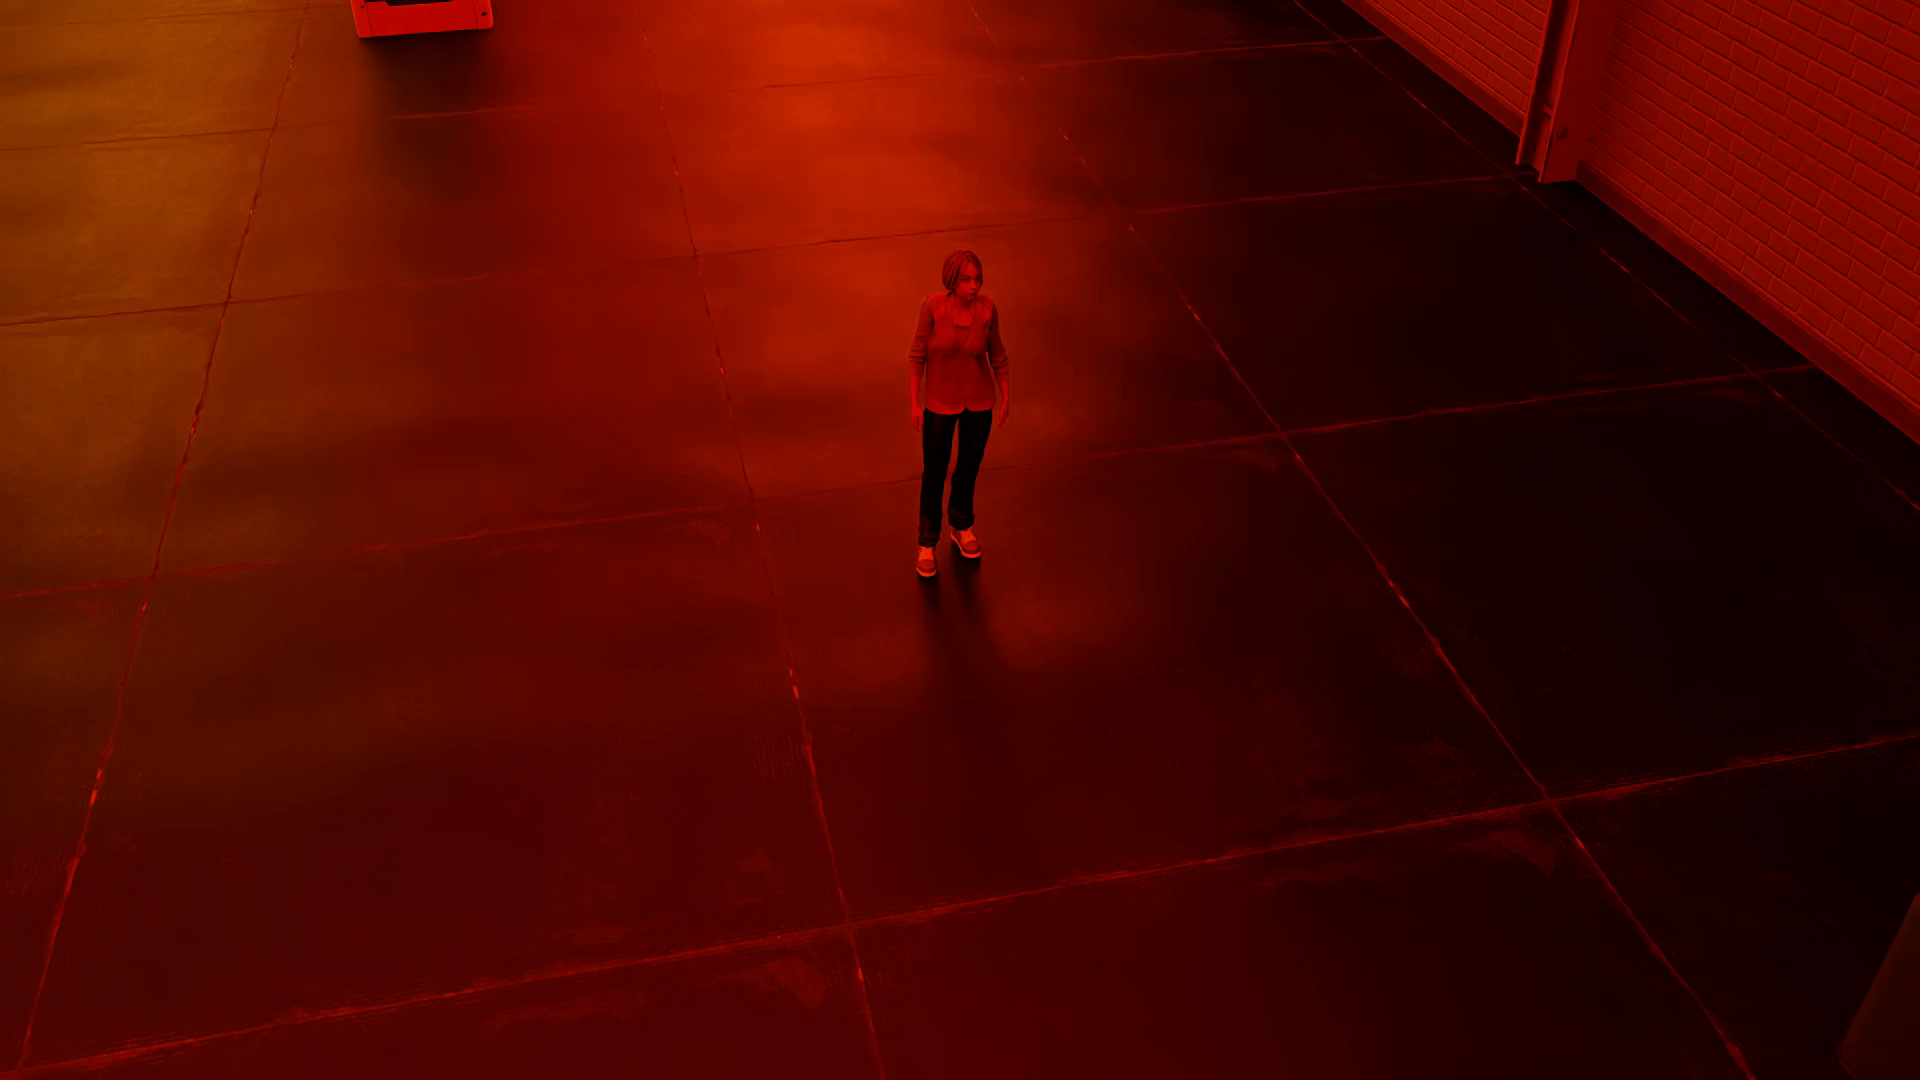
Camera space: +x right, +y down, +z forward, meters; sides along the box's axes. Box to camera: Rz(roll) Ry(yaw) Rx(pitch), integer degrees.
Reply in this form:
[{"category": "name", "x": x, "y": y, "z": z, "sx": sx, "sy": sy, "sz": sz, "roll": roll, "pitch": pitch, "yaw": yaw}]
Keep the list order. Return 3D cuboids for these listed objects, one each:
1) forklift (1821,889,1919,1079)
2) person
[{"category": "forklift", "x": 4.391, "y": 1.184, "z": 4.406, "sx": 3.031, "sy": 2.935, "sz": 1.130, "roll": 28, "pitch": 44, "yaw": 33}, {"category": "person", "x": 0.003, "y": -0.611, "z": 8.028, "sx": 0.520, "sy": 1.597, "sz": 0.476, "roll": -8, "pitch": 36, "yaw": -11}]
